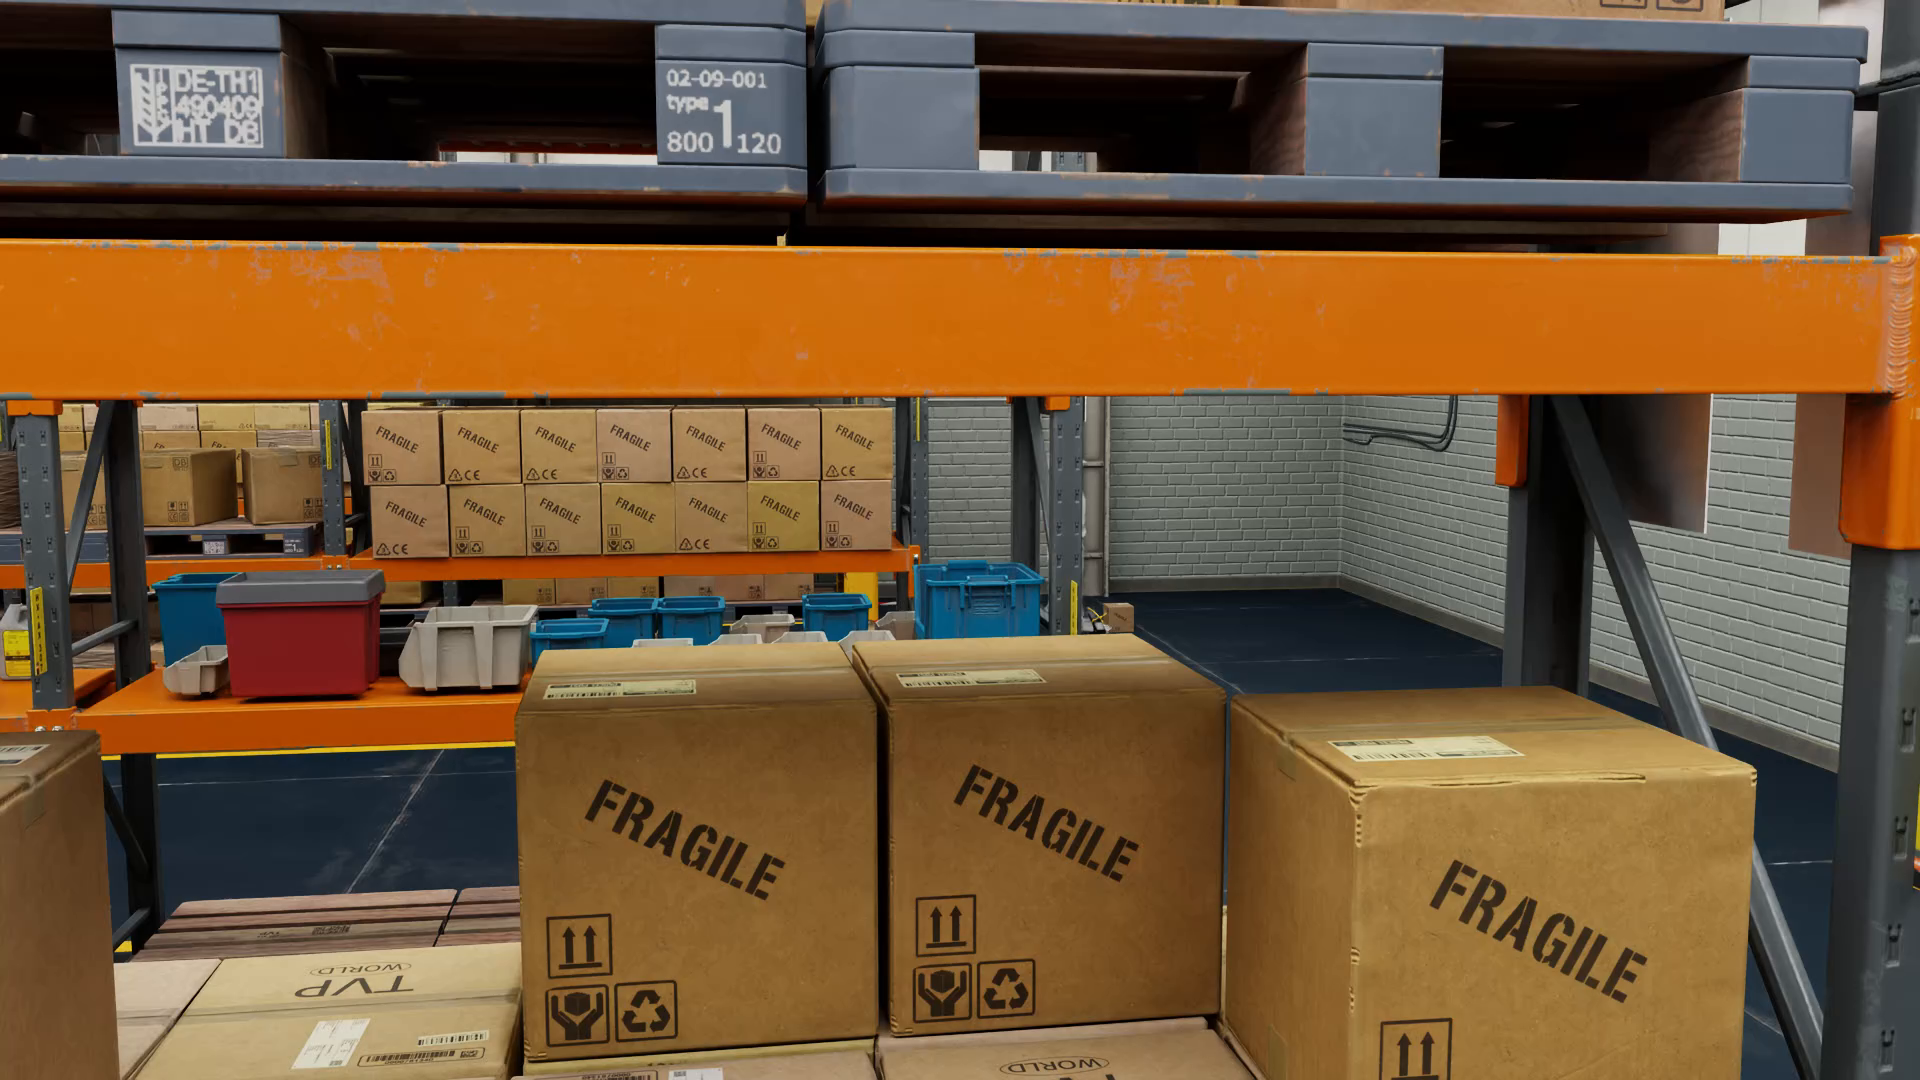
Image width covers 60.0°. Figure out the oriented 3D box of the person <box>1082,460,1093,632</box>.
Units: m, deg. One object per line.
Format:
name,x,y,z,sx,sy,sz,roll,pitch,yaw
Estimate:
person,1.112,0.011,16.067,0.485,1.836,0.590,0,6,-2
